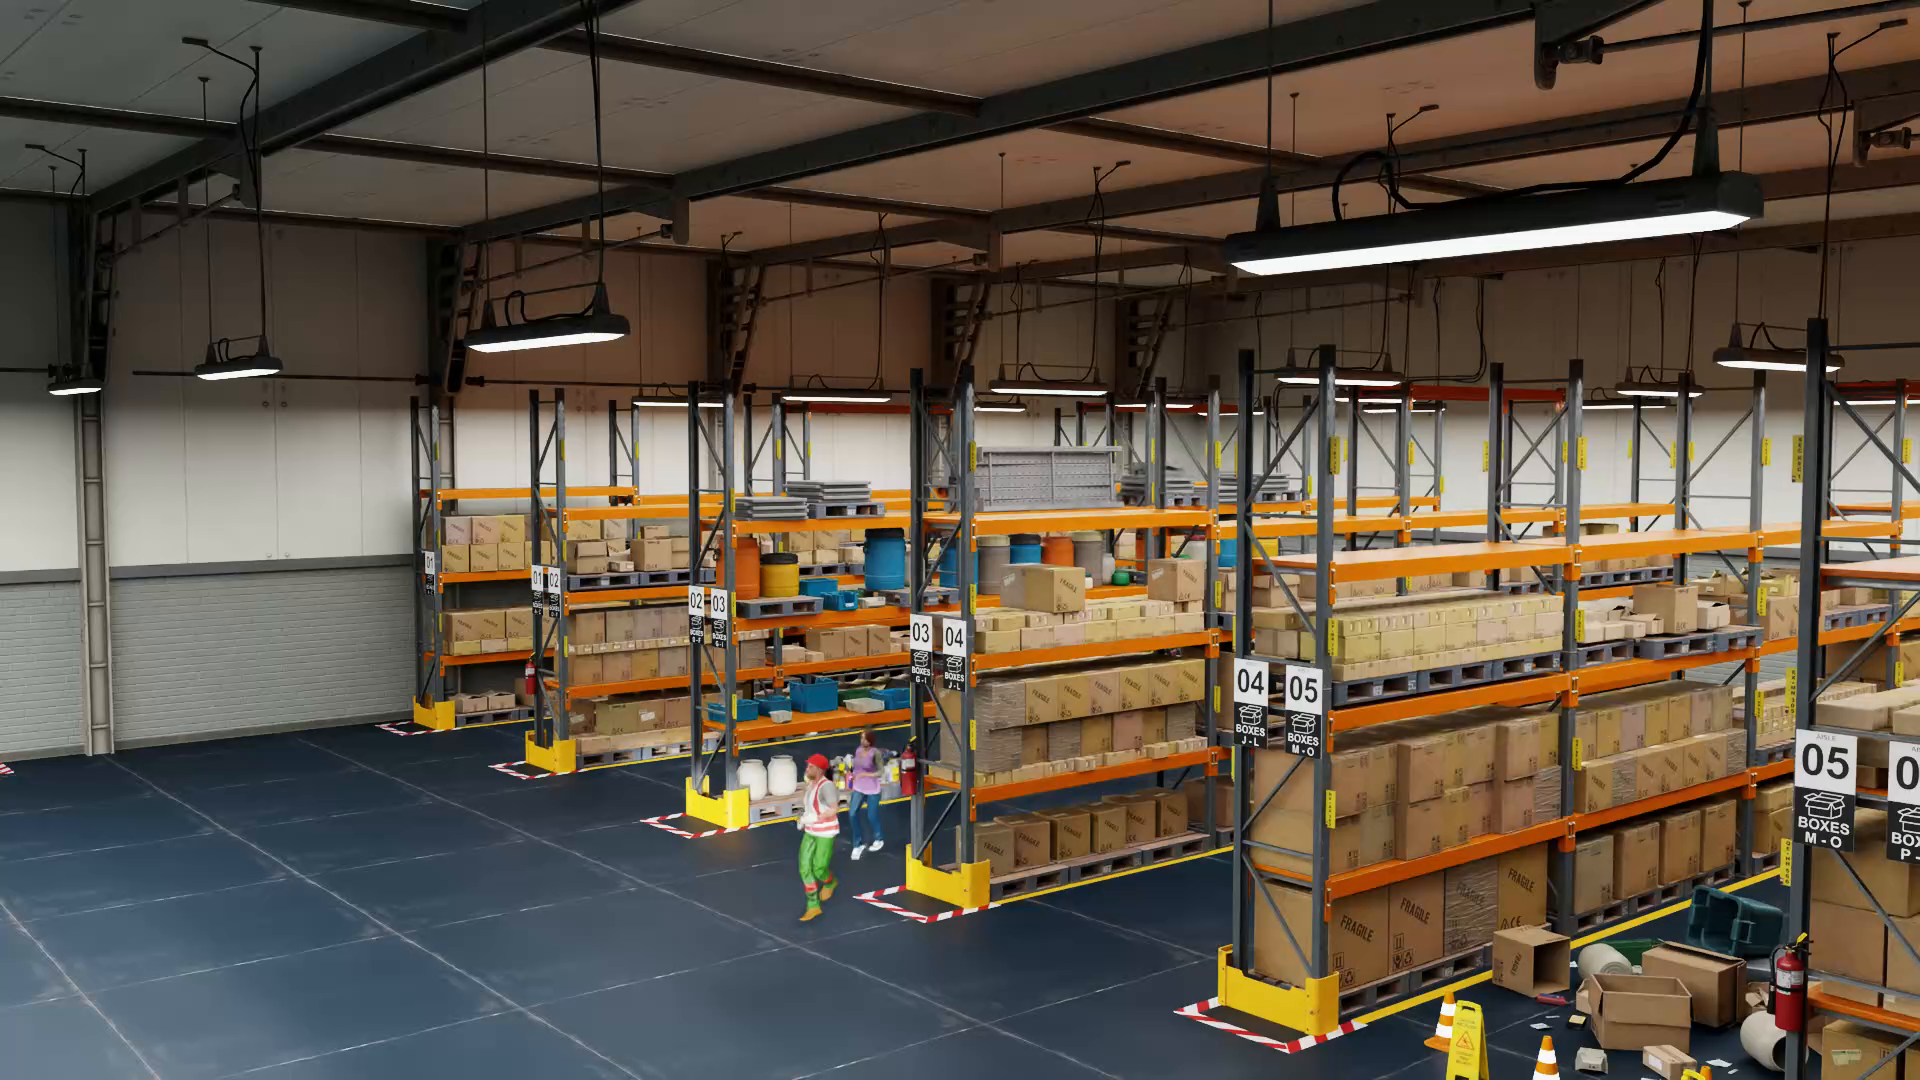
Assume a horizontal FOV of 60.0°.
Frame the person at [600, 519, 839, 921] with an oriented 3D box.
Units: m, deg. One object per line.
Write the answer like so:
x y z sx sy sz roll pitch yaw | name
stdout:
-4.171 1.796 25.141 13.983 3.837 7.538 3 5 42 | person

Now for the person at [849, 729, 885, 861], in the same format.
-1.152 3.153 20.647 0.517 1.637 0.707 2 4 25 | person
